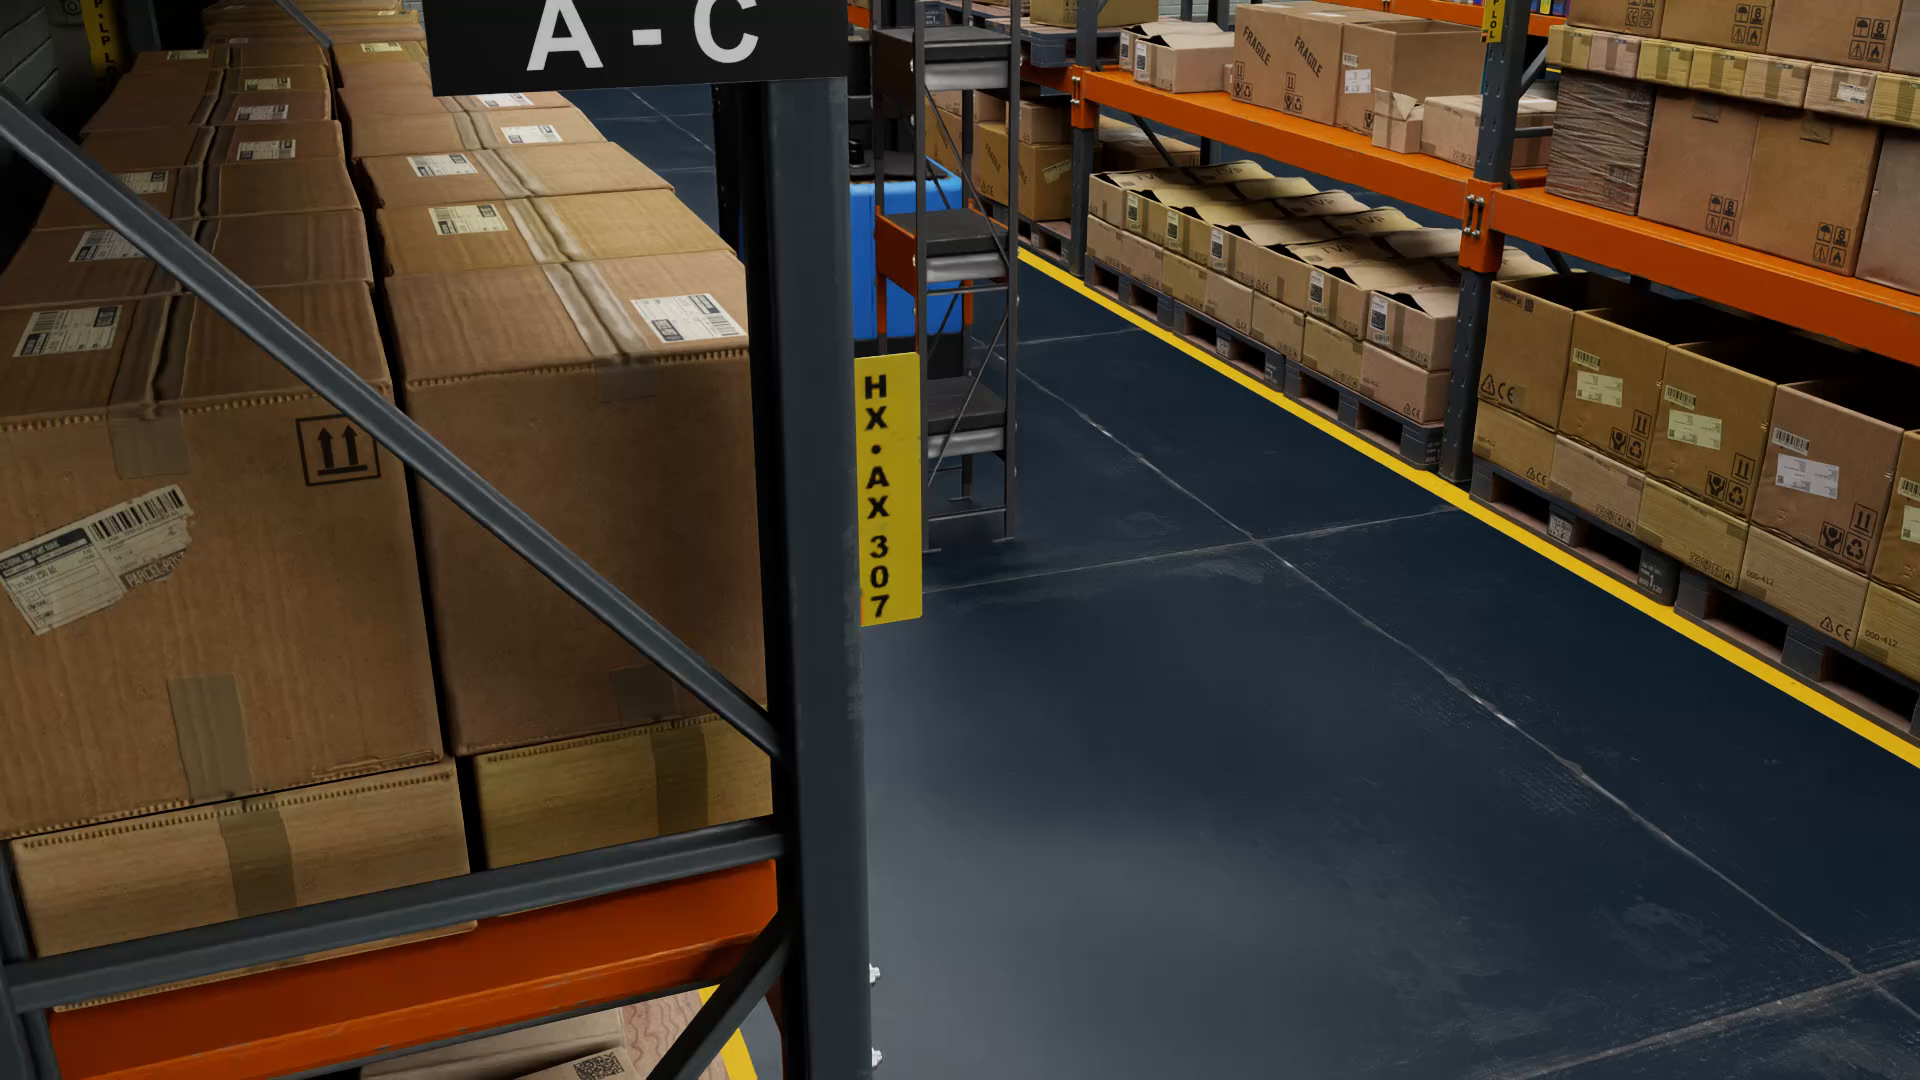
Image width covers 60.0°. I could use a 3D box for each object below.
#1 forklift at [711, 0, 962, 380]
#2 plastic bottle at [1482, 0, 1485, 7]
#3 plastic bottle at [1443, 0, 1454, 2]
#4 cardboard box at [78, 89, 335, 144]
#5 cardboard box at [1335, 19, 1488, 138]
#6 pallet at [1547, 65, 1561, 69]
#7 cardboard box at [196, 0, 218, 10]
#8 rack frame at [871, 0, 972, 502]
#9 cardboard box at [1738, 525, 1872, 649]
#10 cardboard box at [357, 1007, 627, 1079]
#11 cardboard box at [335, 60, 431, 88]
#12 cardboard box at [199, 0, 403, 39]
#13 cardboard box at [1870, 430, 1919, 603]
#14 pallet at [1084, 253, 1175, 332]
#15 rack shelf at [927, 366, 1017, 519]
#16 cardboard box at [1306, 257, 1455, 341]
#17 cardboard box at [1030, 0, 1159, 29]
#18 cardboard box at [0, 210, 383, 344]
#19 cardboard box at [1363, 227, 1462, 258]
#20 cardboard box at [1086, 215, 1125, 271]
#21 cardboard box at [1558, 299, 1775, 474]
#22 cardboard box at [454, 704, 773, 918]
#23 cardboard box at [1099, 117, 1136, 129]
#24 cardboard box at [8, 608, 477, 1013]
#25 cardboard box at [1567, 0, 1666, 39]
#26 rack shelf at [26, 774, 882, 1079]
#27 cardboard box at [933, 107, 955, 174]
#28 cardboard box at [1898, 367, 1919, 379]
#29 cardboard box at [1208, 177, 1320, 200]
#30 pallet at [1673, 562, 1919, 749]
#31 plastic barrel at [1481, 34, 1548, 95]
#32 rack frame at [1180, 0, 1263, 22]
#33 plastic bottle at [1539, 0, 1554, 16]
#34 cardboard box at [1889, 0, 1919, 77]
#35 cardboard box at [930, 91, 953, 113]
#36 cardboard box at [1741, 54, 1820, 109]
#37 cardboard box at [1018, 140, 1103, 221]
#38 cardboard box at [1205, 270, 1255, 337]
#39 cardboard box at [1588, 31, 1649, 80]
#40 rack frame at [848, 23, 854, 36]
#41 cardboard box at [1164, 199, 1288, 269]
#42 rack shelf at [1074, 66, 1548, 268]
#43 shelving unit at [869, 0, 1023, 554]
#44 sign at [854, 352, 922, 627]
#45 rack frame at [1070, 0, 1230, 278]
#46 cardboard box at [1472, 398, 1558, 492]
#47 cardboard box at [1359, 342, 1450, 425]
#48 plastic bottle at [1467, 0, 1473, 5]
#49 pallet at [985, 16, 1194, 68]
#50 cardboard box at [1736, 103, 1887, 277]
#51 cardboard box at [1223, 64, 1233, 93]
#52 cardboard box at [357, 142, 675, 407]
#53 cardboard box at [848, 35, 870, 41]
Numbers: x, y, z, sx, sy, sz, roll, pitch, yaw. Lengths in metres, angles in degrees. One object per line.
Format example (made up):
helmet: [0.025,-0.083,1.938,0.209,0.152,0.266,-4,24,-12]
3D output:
forklift: [-0.835,-2.636,9.231,1.130,2.935,3.031,-6,24,-14]
plastic bottle: [4.563,-4.684,14.162,0.152,0.276,0.135,-8,24,-19]
plastic bottle: [4.365,-4.888,14.644,0.152,0.276,0.135,-8,24,-19]
cardboard box: [-1.692,-0.748,3.865,0.500,0.500,0.500,-8,24,-18]
cardboard box: [2.178,-2.232,8.055,0.500,0.500,0.500,-7,24,-15]
pallet: [8.005,-5.867,20.397,1.003,0.211,1.213,-8,24,-19]
cardboard box: [-3.840,-2.814,9.026,0.500,0.500,0.500,-8,24,-19]
rack frame: [-0.145,-1.116,6.695,0.400,2.100,0.015,-8,24,-19]
cardboard box: [3.026,0.116,5.612,0.500,0.250,0.500,-8,24,-19]
cardboard box: [-0.962,0.986,3.443,0.500,0.311,0.500,-6,24,-15]
cardboard box: [-1.375,-1.008,4.481,0.500,0.500,0.500,-8,24,-19]
cardboard box: [-2.613,-1.910,6.724,0.700,0.500,0.500,-5,23,-12]
cardboard box: [3.198,-0.047,5.034,0.500,0.500,0.500,-8,24,-19]
pallet: [1.461,-1.577,10.220,1.003,0.211,1.213,-8,24,-19]
rack shelf: [-0.058,-0.370,6.762,0.431,0.518,0.480,-8,24,-19]
cardboard box: [2.019,-1.194,7.999,0.500,0.311,0.500,-8,24,-18]
cardboard box: [0.879,-3.620,10.806,0.700,0.500,0.500,-18,29,-36]
cardboard box: [-1.134,-0.191,2.543,0.500,0.500,0.500,-8,24,-18]
cardboard box: [2.351,-1.453,8.613,0.500,0.311,0.500,-9,25,-21]
cardboard box: [1.117,-1.863,10.307,0.500,0.250,0.500,-8,24,-19]
cardboard box: [2.675,-0.593,6.330,0.500,0.500,0.500,-8,24,-19]
cardboard box: [-0.475,0.260,2.438,0.500,0.250,0.500,-9,25,-21]
cardboard box: [0.951,-2.795,12.170,0.500,0.500,0.500,-9,24,-20]
cardboard box: [-0.946,0.338,2.254,0.500,0.250,0.500,-8,24,-18]
cardboard box: [2.783,-2.197,6.301,0.700,0.500,0.500,-8,24,-19]
rack shelf: [-1.307,0.026,3.753,1.077,0.370,4.000,-8,24,-19]
cardboard box: [0.105,-3.087,12.864,0.500,0.500,0.500,-8,24,-18]
cardboard box: [3.524,-0.303,5.640,0.500,0.500,0.500,-8,24,-19]
cardboard box: [1.812,-2.007,9.928,0.500,0.311,0.500,-9,24,-20]
pallet: [3.296,0.310,5.742,1.003,0.211,1.213,-8,24,-19]
plastic barrel: [4.855,-4.068,14.700,0.600,0.901,0.708,-8,24,-19]
rack frame: [3.016,-6.752,18.907,1.000,3.000,0.127,-8,24,-19]
plastic bottle: [4.784,-4.411,13.503,0.061,0.283,0.133,-8,24,-19]
cardboard box: [3.315,-1.650,5.003,0.700,0.500,0.500,-8,24,-19]
cardboard box: [0.090,-3.444,12.746,0.500,0.250,0.500,-8,24,-19]
cardboard box: [2.896,-1.563,5.633,0.380,0.149,0.250,-9,25,-21]
cardboard box: [0.657,-2.525,11.531,0.500,0.500,0.500,-7,24,-17]
cardboard box: [1.666,-1.306,8.985,0.500,0.250,0.500,-8,24,-18]
cardboard box: [2.622,-1.843,6.297,0.380,0.149,0.250,-8,24,-18]
rack frame: [-1.619,-6.074,17.298,1.000,3.000,0.127,-8,24,-19]
cardboard box: [1.489,-1.746,9.307,0.500,0.311,0.500,-9,24,-20]
rack shelf: [1.913,-2.109,8.817,1.077,0.370,4.000,-8,24,-19]
shelving unit: [-0.058,-1.028,6.485,0.431,2.100,0.503,-8,24,-19]
sign: [-0.092,-0.052,1.897,0.100,0.325,0.005,-8,24,-19]
rack frame: [1.207,-3.167,10.401,1.000,3.000,0.127,-8,24,-19]
cardboard box: [2.500,-0.430,6.907,0.500,0.250,0.500,-8,24,-19]
cardboard box: [2.202,-0.751,7.669,0.500,0.250,0.500,-9,24,-20]
plastic bottle: [4.450,-4.737,14.382,0.097,0.201,0.097,0,23,0]
pallet: [0.902,-3.315,11.000,1.213,0.211,1.003,-8,24,-19]
cardboard box: [3.149,-1.225,5.667,0.700,0.500,0.500,-8,24,-18]
cardboard box: [1.710,-2.595,9.369,0.380,0.149,0.250,-7,24,-15]
cardboard box: [-0.829,-0.449,3.155,0.500,0.500,0.500,-9,25,-21]
cardboard box: [-1.197,-4.961,17.309,0.500,0.500,0.500,-8,24,-19]
